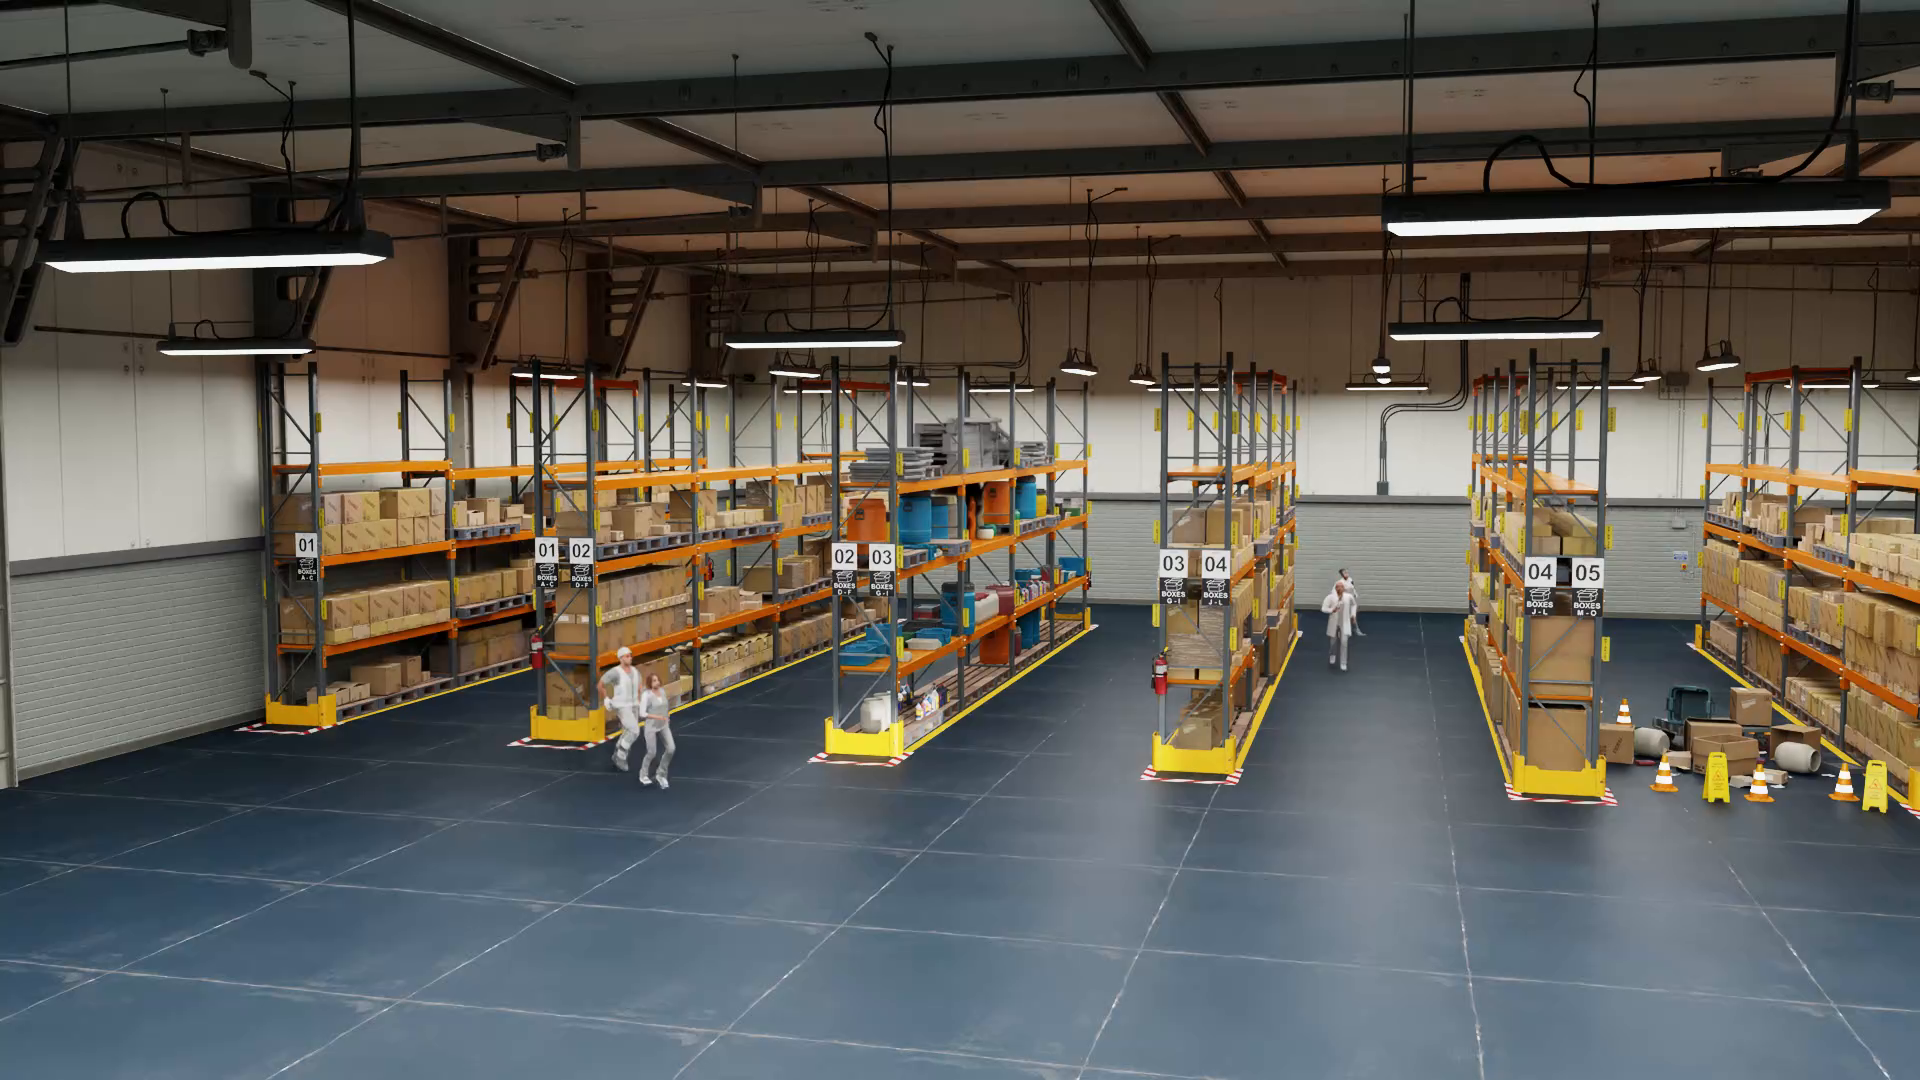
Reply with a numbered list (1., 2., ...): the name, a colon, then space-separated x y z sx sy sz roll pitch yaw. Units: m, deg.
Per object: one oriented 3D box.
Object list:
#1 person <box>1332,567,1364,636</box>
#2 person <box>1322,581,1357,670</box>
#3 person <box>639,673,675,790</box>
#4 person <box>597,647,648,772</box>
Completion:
1. person: 9.057 1.440 39.220 0.646 1.630 0.777 -2 5 -31
2. person: 7.713 1.760 33.811 0.714 1.668 1.049 1 4 9
3. person: -4.164 2.613 22.780 0.543 1.609 0.660 -4 5 -42
4. person: -4.773 2.429 23.882 0.698 1.781 0.654 2 5 30
